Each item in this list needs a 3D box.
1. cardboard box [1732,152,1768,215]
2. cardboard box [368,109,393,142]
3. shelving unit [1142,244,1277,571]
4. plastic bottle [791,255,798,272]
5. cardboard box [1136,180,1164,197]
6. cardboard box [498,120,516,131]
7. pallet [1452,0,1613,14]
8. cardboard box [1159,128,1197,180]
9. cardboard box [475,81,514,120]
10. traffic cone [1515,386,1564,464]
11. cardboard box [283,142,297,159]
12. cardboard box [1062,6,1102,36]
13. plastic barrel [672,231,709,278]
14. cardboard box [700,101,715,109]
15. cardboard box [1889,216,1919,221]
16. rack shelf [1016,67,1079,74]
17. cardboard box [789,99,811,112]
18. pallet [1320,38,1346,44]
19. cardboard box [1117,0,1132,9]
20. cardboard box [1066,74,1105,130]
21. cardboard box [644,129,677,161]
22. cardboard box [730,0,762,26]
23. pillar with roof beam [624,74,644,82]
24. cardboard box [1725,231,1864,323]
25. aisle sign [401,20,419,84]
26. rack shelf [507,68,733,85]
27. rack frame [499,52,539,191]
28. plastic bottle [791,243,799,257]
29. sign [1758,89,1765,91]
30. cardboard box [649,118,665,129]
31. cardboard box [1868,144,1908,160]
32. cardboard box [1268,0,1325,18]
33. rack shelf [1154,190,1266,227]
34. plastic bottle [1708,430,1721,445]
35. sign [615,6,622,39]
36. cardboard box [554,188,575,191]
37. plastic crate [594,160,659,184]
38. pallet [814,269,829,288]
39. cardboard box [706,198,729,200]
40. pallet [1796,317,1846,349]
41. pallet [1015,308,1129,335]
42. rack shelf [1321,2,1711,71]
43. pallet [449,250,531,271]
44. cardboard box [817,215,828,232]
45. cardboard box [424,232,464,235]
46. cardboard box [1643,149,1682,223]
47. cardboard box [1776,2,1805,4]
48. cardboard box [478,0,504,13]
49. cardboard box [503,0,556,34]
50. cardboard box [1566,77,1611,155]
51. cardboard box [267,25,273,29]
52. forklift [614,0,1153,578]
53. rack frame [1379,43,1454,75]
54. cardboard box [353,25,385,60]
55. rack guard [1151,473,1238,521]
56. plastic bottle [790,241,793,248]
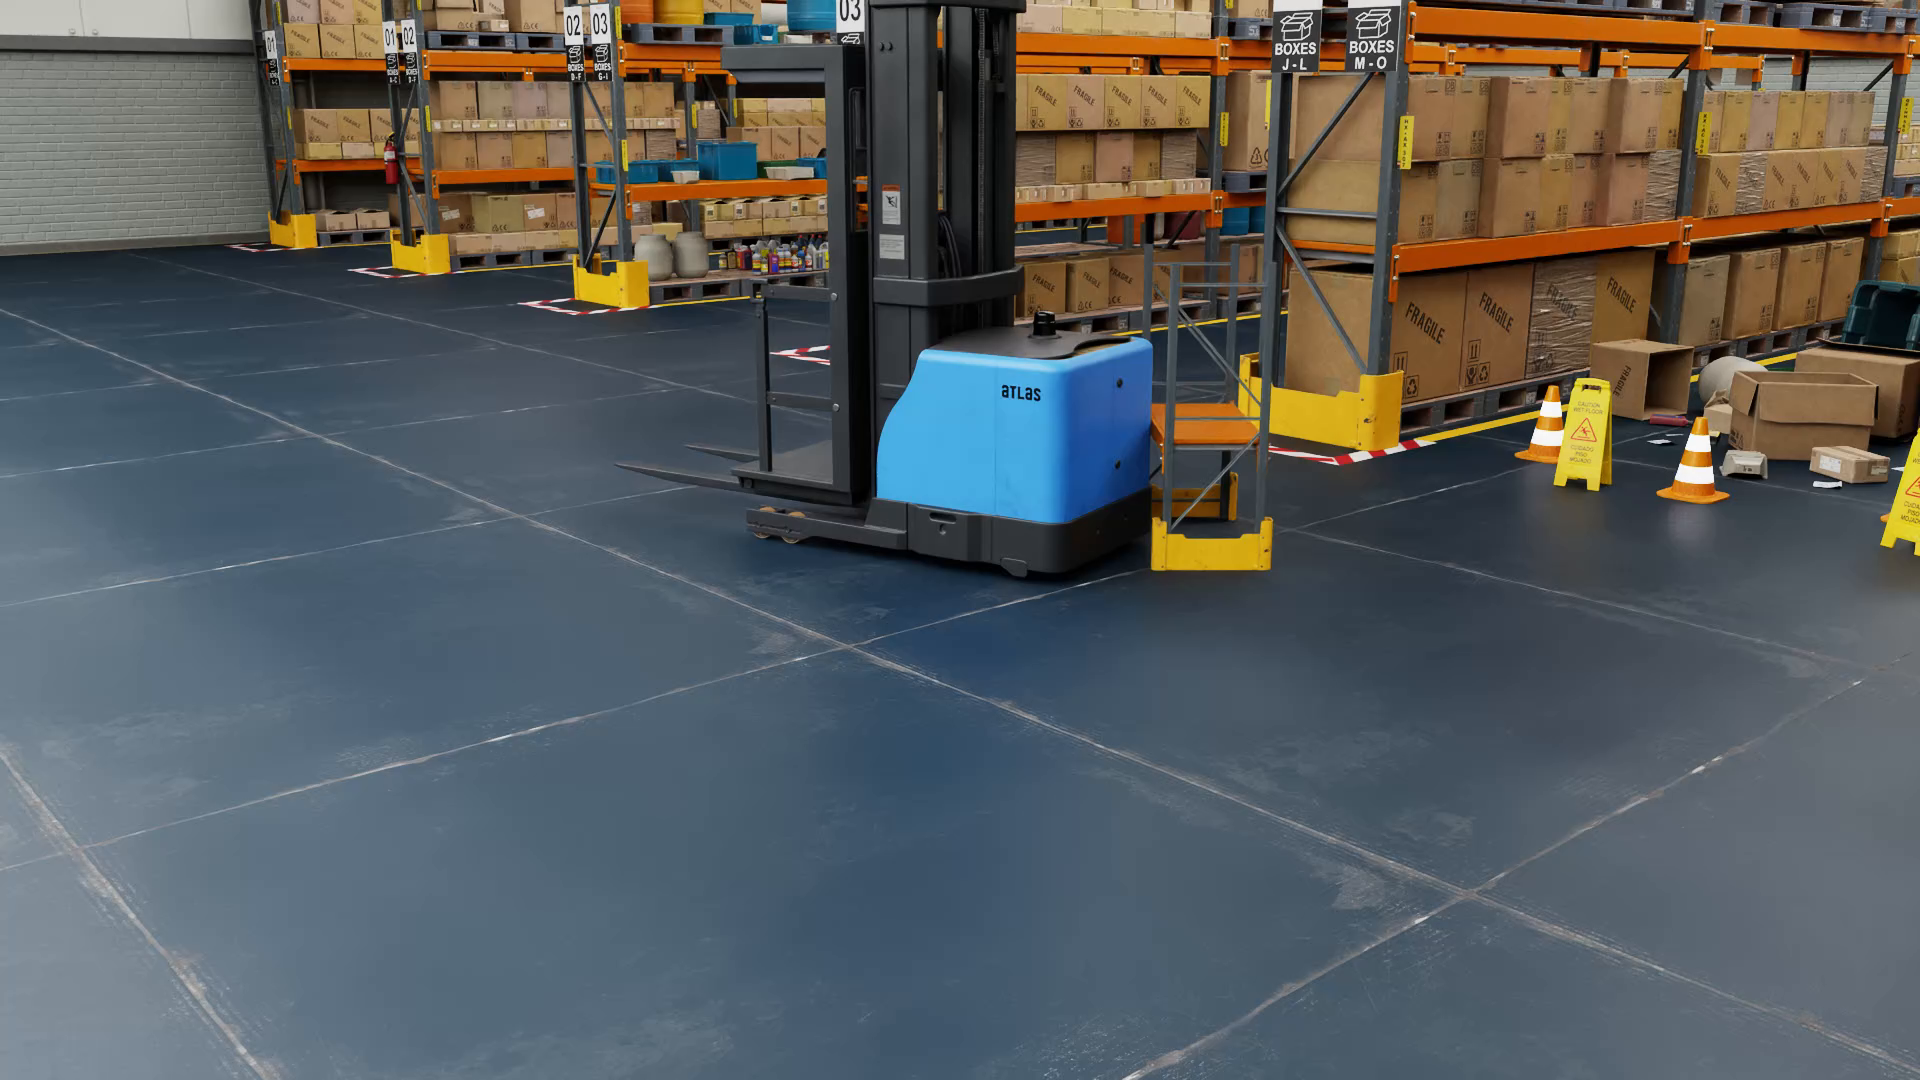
[{"bbox_3d":[6.434,-3.019,14.047,0.500,0.500,0.500,-12,19,-39],"label":"cardboard box"},{"bbox_3d":[-9.140,-6.537,26.208,0.500,0.500,0.500,-13,20,-41],"label":"cardboard box"},{"bbox_3d":[1.234,-0.714,8.515,0.587,1.500,1.083,0,15,-1],"label":"shelving unit"},{"bbox_3d":[-1.987,-3.317,19.925,0.097,0.201,0.097,0,15,0],"label":"plastic bottle"},{"bbox_3d":[1.793,-3.481,16.457,0.250,0.149,0.380,-13,19,-39],"label":"cardboard box"},{"bbox_3d":[-6.201,-5.599,22.447,0.250,0.149,0.380,-13,20,-40],"label":"cardboard box"},{"bbox_3d":[3.937,-3.913,11.946,1.213,0.211,1.003,-13,19,-39],"label":"pallet"},{"bbox_3d":[1.921,-3.959,16.990,0.500,0.500,0.875,-13,19,-39],"label":"cardboard box"},{"bbox_3d":[-6.423,-5.934,22.444,0.500,0.500,0.700,-13,20,-41],"label":"cardboard box"},{"bbox_3d":[3.796,-0.759,10.695,0.334,0.463,0.336,-13,19,-39],"label":"traffic cone"},{"bbox_3d":[-10.246,-6.101,26.029,0.500,0.250,0.500,-12,19,-39],"label":"cardboard box"},{"bbox_3d":[0.967,-4.823,15.470,0.500,0.250,0.500,-12,19,-38],"label":"cardboard box"},{"bbox_3d":[-3.143,-3.330,19.412,0.421,0.512,0.421,0,15,0],"label":"plastic barrel"},{"bbox_3d":[-4.677,-7.912,30.254,0.380,0.149,0.250,13,20,40],"label":"cardboard box"},{"bbox_3d":[10.385,-3.397,18.232,0.500,0.250,0.500,-12,19,-38],"label":"cardboard box"},{"bbox_3d":[0.327,-7.879,28.014,4.000,0.370,1.077,-13,19,-39],"label":"rack shelf"},{"bbox_3d":[-3.145,-8.169,31.259,0.500,0.250,0.500,-12,19,-39],"label":"cardboard box"},{"bbox_3d":[3.617,-5.450,17.892,1.003,0.211,1.213,-13,19,-39],"label":"pallet"},{"bbox_3d":[1.417,-5.121,15.816,0.250,0.149,0.380,-12,19,-37],"label":"cardboard box"},{"bbox_3d":[1.009,-4.123,15.666,0.500,0.500,0.500,-13,19,-39],"label":"cardboard box"},{"bbox_3d":[-4.530,-5.732,24.205,0.500,0.500,0.700,-13,20,-41],"label":"cardboard box"},{"bbox_3d":[-3.293,-7.900,24.725,0.500,0.500,0.500,-10,18,-34],"label":"cardboard box"},{"bbox_3d":[-3.159,-9.410,26.543,0.400,9.000,9.100,-13,19,-39],"label":"pillar with roof beam"},{"bbox_3d":[7.980,-2.557,16.054,0.750,0.750,1.050,-13,20,-40],"label":"cardboard box"},{"bbox_3d":[-7.065,-6.268,21.366,0.004,0.787,0.394,-13,19,-39],"label":"aisle sign"},{"bbox_3d":[-5.945,-8.165,29.086,4.000,0.370,1.077,-13,19,-39],"label":"rack shelf"},{"bbox_3d":[-7.454,-6.724,28.112,0.127,3.000,1.000,-13,19,-39],"label":"rack frame"},{"bbox_3d":[-2.060,-3.570,20.737,0.097,0.271,0.097,0,15,0],"label":"plastic bottle"},{"bbox_3d":[11.699,-6.430,24.307,0.005,0.325,0.100,-13,19,-39],"label":"sign"},{"bbox_3d":[-4.451,-5.993,23.923,0.250,0.149,0.380,-13,20,-41],"label":"cardboard box"},{"bbox_3d":[8.994,-3.794,16.239,0.250,0.149,0.380,-12,19,-37],"label":"cardboard box"},{"bbox_3d":[3.431,-5.753,17.651,0.637,0.503,0.797,-12,19,-37],"label":"cardboard box"},{"bbox_3d":[3.810,-3.823,18.642,4.000,0.370,1.077,-13,19,-39],"label":"rack shelf"},{"bbox_3d":[5.069,-0.700,11.251,0.133,0.061,0.283,8,17,28],"label":"plastic bottle"},{"bbox_3d":[-3.610,-5.464,17.562,0.005,0.325,0.100,-13,19,-39],"label":"sign"},{"bbox_3d":[-5.509,-4.810,24.007,0.500,0.500,0.500,-13,19,-39],"label":"cardboard box"},{"bbox_3d":[-3.787,-4.189,18.909,0.616,0.251,0.499,-13,19,-39],"label":"plastic crate"},{"bbox_3d":[-1.484,-3.343,20.855,1.213,0.211,1.003,-13,19,-39],"label":"pallet"},{"bbox_3d":[-3.693,-5.120,25.532,0.500,0.311,0.500,-12,19,-38],"label":"cardboard box"},{"bbox_3d":[7.854,-2.060,16.054,1.213,0.211,1.003,-13,19,-39],"label":"pallet"},{"bbox_3d":[0.897,-2.156,16.412,1.213,0.211,1.003,-13,19,-39],"label":"pallet"},{"bbox_3d":[3.972,-3.611,12.039,4.000,0.370,1.077,-13,19,-39],"label":"rack shelf"},{"bbox_3d":[-6.667,-3.874,22.842,1.213,0.211,1.003,-13,19,-39],"label":"pallet"},{"bbox_3d":[-2.186,-5.003,26.183,0.500,0.250,0.500,-12,19,-38],"label":"cardboard box"},{"bbox_3d":[-7.006,-4.106,22.823,0.500,0.250,0.500,-13,19,-39],"label":"cardboard box"},{"bbox_3d":[5.210,-2.856,13.340,0.550,0.550,0.875,-13,19,-39],"label":"cardboard box"},{"bbox_3d":[7.430,-4.990,15.088,0.500,0.250,0.500,-12,19,-38],"label":"cardboard box"},{"bbox_3d":[-7.654,-8.577,27.065,0.500,0.500,0.500,14,20,42],"label":"cardboard box"},{"bbox_3d":[-5.784,-7.079,22.348,0.500,0.500,0.500,-13,19,-39],"label":"cardboard box"},{"bbox_3d":[4.344,-3.206,12.559,0.550,0.550,0.875,-13,19,-39],"label":"cardboard box"},{"bbox_3d":[-10.323,-7.674,25.621,0.500,0.500,0.500,-11,18,-35],"label":"cardboard box"},{"bbox_3d":[-0.528,-1.502,8.693,3.031,2.935,1.130,9,18,31],"label":"forklift"},{"bbox_3d":[5.319,-4.509,19.818,0.127,3.000,1.000,-13,19,-39],"label":"rack frame"},{"bbox_3d":[-9.237,-7.735,25.849,0.500,0.500,0.500,-12,19,-37],"label":"cardboard box"},{"bbox_3d":[1.228,-0.238,9.157,0.587,0.250,0.087,0,15,-1],"label":"rack guard"},{"bbox_3d":[-2.126,-3.588,20.781,0.133,0.283,0.061,-12,19,-37],"label":"plastic bottle"}]
